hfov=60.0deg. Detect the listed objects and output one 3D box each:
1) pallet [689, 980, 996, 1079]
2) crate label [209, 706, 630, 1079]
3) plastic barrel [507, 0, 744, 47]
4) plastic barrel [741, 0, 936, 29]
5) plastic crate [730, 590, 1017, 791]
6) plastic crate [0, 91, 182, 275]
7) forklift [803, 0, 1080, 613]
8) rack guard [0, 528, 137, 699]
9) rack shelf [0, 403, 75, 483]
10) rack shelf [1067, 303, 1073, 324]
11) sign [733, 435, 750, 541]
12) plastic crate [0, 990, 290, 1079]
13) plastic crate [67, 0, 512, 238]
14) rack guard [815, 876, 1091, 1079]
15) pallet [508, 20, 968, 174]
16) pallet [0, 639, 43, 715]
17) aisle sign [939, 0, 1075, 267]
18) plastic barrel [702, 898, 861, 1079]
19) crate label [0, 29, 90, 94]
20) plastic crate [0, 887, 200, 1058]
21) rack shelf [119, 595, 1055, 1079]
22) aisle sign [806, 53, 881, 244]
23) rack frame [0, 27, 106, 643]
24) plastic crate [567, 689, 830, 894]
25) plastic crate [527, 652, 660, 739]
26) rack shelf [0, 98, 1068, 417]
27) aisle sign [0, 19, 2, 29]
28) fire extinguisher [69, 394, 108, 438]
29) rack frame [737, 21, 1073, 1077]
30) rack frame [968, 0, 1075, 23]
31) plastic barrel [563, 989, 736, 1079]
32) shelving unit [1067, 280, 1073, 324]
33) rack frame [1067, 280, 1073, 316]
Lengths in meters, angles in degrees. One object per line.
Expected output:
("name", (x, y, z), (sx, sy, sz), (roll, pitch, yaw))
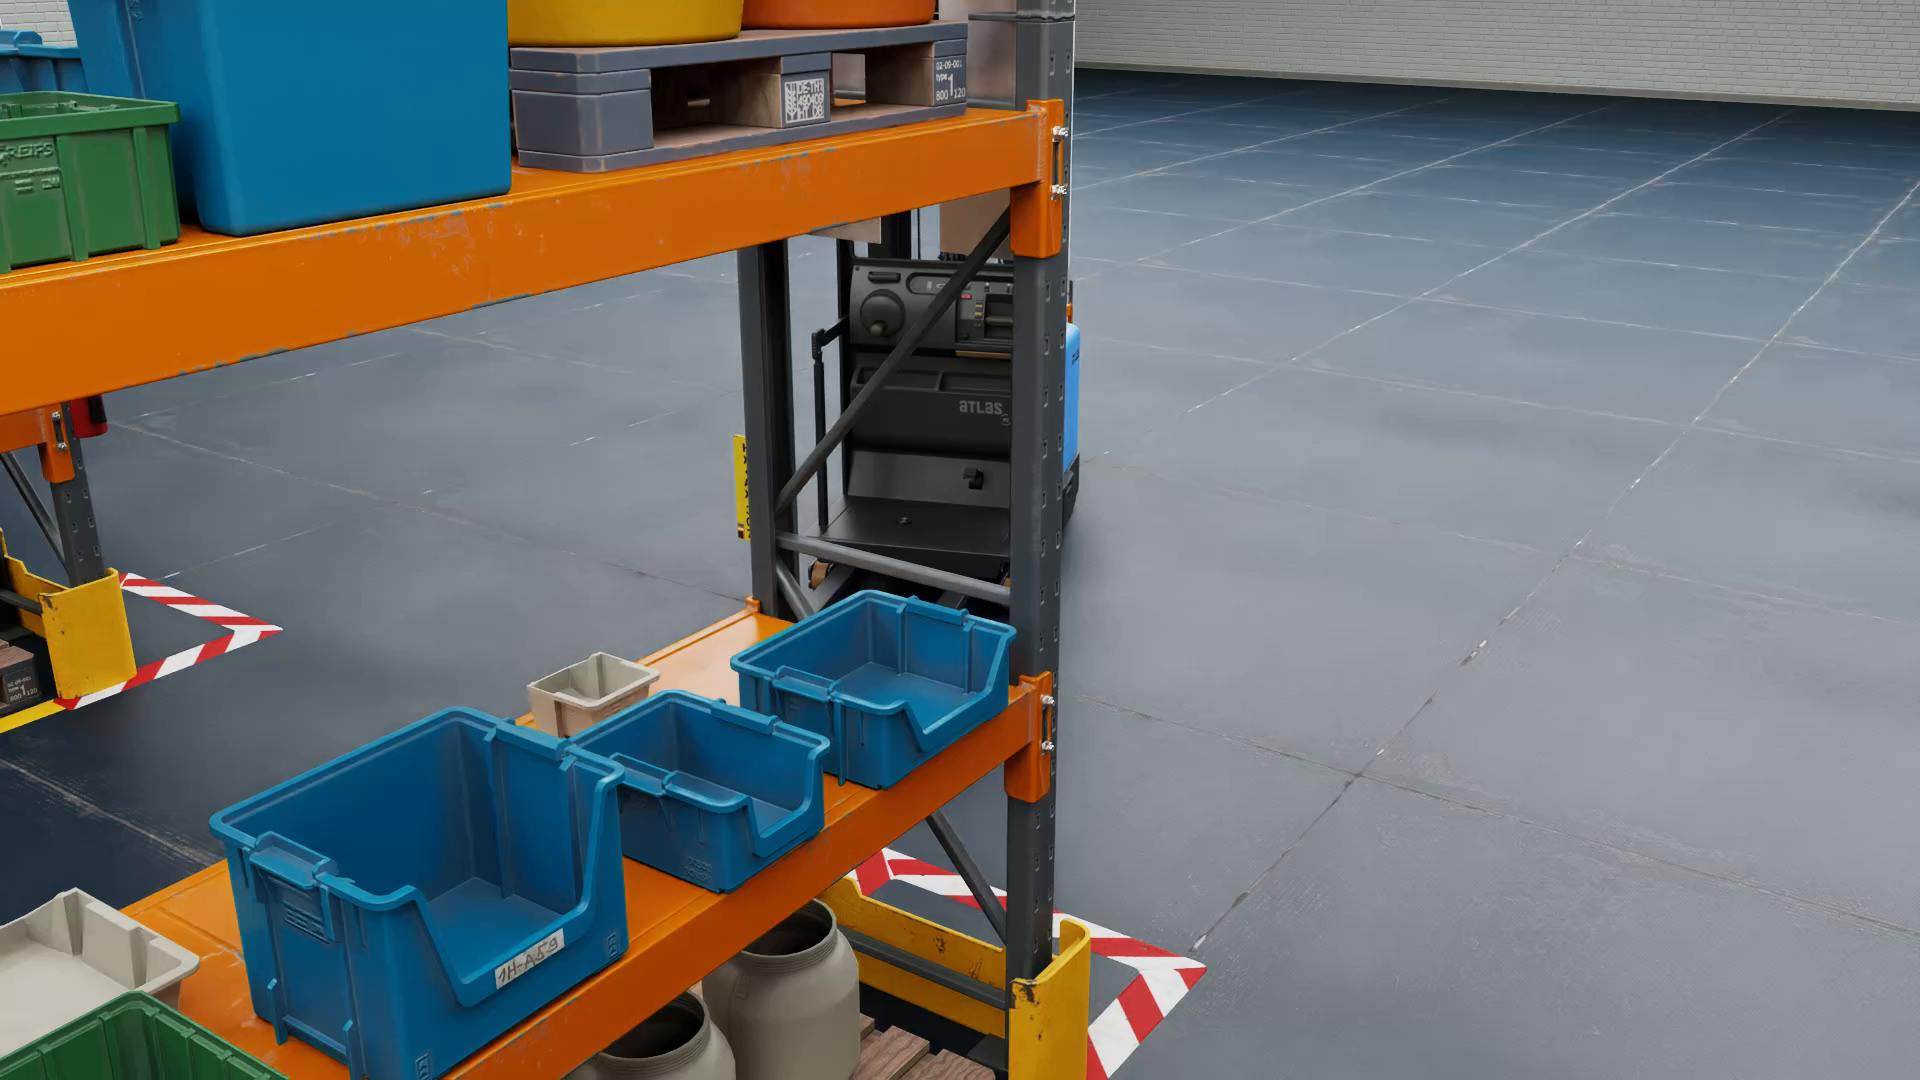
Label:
("pallet", (-0.640, 1.660, 4.474), (1.003, 0.211, 1.213), (13, 24, 32))
("crate label", (-0.986, 0.653, 3.125), (0.502, 0.435, 0.616), (13, 24, 32))
("plastic barrel", (-0.711, -1.252, 3.124), (0.600, 0.588, 0.600), (0, 20, 0))
("plastic barrel", (-0.344, -1.552, 3.590), (0.600, 0.830, 0.708), (13, 24, 32))
("plastic crate", (-0.209, 0.360, 4.181), (0.499, 0.251, 0.616), (13, 24, 32))
("plastic crate", (-1.312, -0.471, 2.196), (0.336, 0.188, 0.450), (13, 24, 32))
("forklift", (-0.151, -1.165, 8.190), (1.130, 2.935, 3.031), (5, 21, 13))
("rack guard", (-4.314, 0.317, 7.688), (1.175, 0.500, 0.348), (13, 24, 32))
("rack shelf", (-5.396, 0.034, 5.886), (1.077, 0.370, 4.000), (13, 24, 32))
("rack shelf", (0.456, -1.319, 9.968), (0.258, 0.148, 0.480), (11, 23, 28))
("sign", (-0.628, -0.150, 4.947), (0.100, 0.325, 0.005), (13, 24, 32))
("plastic crate", (-1.427, 1.001, 2.540), (0.450, 0.188, 0.662), (13, 24, 32))
("plastic crate", (-0.998, -0.705, 2.546), (0.392, 0.384, 0.575), (13, 24, 32))
("rack guard", (-0.179, 1.292, 5.051), (1.175, 0.500, 0.348), (13, 24, 32))
("pallet", (-0.721, -1.011, 3.624), (1.003, 0.211, 1.213), (13, 24, 32))
("pallet", (-4.800, 0.679, 7.126), (1.003, 0.211, 1.213), (13, 24, 32))
("aisle sign", (0.111, -1.093, 4.150), (0.394, 0.787, 0.004), (13, 24, 32))
("plastic barrel", (-0.482, 1.262, 4.510), (0.421, 0.512, 0.421), (0, 20, 0))
("crate label", (-1.501, -0.776, 2.929), (0.502, 0.251, 0.408), (13, 24, 32))
("plastic crate", (-1.721, 0.845, 3.038), (0.530, 0.136, 0.437), (13, 24, 32))
("rack shelf", (-1.300, 1.000, 3.275), (1.077, 0.370, 4.000), (13, 24, 32))
("aisle sign", (-0.377, -1.208, 4.461), (0.394, 0.787, 0.004), (13, 24, 32))
("rack frame", (-4.272, -0.877, 7.313), (1.000, 3.000, 0.127), (13, 24, 32))
("plastic crate", (-0.579, 0.546, 3.681), (0.499, 0.251, 0.408), (13, 24, 32))
("plastic crate", (-0.945, 0.406, 4.223), (0.298, 0.136, 0.250), (13, 24, 32))
("rack shelf", (-1.300, -0.407, 2.755), (1.077, 0.370, 4.000), (13, 24, 32))
("aisle sign", (-3.989, -2.056, 6.752), (0.394, 0.787, 0.004), (13, 24, 32))
("fire extinguisher", (-3.826, -0.784, 7.172), (0.296, 0.674, 0.183), (13, 24, 32))
("rack frame", (-0.175, 0.089, 4.702), (1.000, 3.000, 0.127), (13, 24, 32))
("rack frame", (-0.175, -2.725, 3.661), (1.000, 3.000, 0.127), (13, 24, 32))
("plastic barrel", (-0.764, 1.406, 4.121), (0.421, 0.512, 0.421), (0, 20, 0))
("shelving unit", (0.456, -0.950, 10.104), (0.258, 1.200, 0.503), (11, 23, 28))
("rack frame", (0.577, -1.024, 10.303), (0.240, 1.200, 0.015), (11, 23, 28))
